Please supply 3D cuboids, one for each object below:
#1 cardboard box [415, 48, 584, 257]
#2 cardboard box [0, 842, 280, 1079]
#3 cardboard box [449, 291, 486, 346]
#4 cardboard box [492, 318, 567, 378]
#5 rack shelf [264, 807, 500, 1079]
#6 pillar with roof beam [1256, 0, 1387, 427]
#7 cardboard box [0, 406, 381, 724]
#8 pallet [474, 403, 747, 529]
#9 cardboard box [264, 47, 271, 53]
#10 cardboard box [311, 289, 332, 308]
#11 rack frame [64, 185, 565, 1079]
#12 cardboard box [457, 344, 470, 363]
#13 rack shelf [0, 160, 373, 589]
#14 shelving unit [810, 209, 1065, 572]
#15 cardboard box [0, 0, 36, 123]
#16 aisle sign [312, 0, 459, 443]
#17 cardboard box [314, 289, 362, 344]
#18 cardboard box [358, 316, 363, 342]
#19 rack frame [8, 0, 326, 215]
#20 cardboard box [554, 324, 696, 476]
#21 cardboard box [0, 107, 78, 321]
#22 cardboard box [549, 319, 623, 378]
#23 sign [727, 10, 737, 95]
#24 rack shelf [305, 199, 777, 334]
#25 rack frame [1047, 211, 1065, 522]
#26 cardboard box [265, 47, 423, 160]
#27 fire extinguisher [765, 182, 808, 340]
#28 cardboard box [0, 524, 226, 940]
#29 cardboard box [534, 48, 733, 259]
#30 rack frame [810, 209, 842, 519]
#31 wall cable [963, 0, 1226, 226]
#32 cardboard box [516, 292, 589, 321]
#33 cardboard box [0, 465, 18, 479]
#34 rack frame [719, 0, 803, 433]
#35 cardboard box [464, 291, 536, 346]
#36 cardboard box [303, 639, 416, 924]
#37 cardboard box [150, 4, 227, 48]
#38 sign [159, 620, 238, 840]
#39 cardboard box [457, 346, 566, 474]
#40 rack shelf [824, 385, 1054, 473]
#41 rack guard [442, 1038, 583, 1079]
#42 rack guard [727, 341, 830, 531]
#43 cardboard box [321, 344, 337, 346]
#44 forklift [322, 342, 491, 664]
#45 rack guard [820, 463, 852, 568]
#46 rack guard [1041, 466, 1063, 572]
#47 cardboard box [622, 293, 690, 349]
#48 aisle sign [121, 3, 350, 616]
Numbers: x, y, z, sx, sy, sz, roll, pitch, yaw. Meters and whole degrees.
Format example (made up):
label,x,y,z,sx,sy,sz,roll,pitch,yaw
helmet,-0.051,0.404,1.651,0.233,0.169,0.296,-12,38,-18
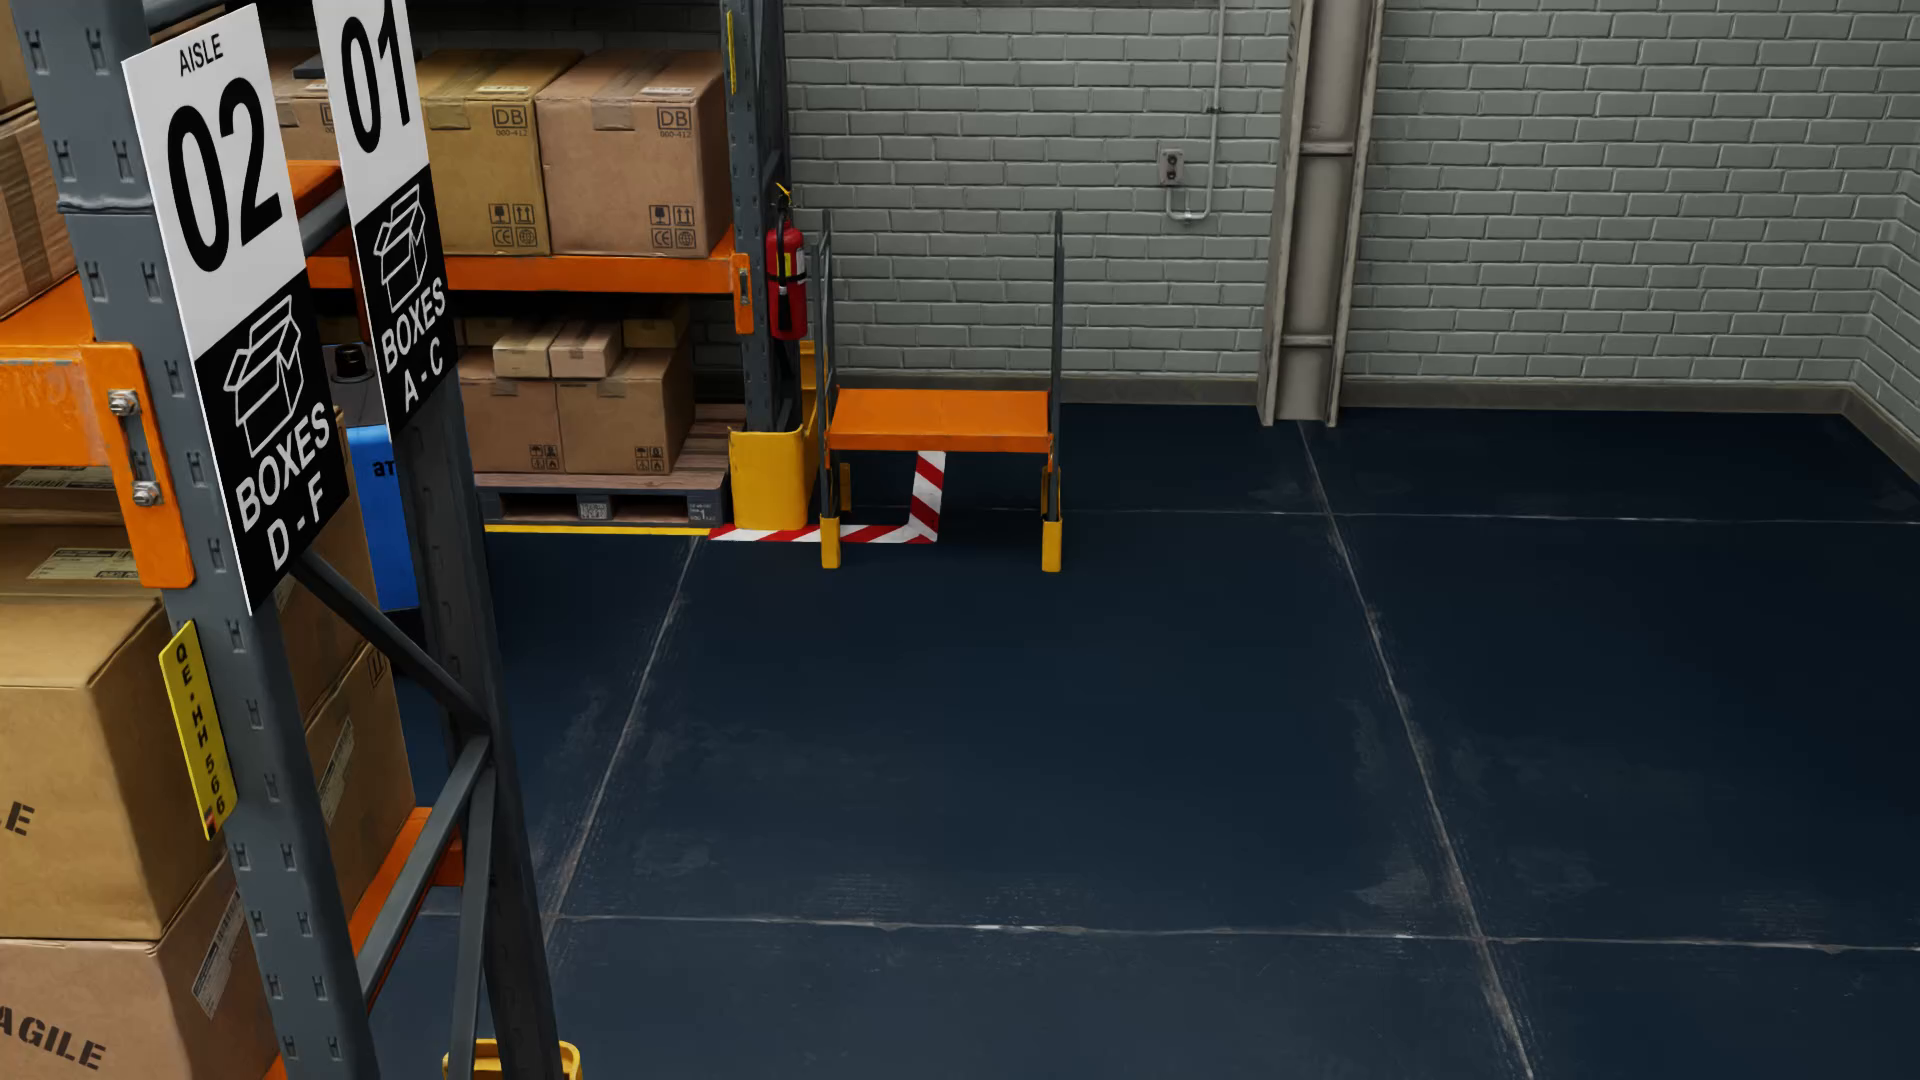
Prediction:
label,x,y,z,sx,sy,sz,roll,pitch,yaw
cardboard box,-2.143,-1.788,7.600,0.700,0.700,0.980,1,28,1
cardboard box,-1.533,0.750,3.027,0.500,0.500,0.500,2,28,3
cardboard box,-2.487,-1.085,8.123,0.250,0.149,0.380,1,28,3
cardboard box,-1.998,-0.898,7.770,0.250,0.149,0.380,2,28,3
rack shelf,-3.075,0.958,3.507,4.000,0.370,1.077,1,28,2
pillar with roof beam,1.672,-2.641,3.124,0.400,9.000,9.100,1,28,2
cardboard box,-1.510,0.057,3.266,0.500,0.500,0.500,2,28,3
pallet,-1.707,-0.390,8.260,1.213,0.211,1.003,1,28,2
cardboard box,-3.632,-1.812,7.646,0.700,0.700,0.980,0,28,0
cardboard box,-3.254,-1.097,8.146,0.250,0.149,0.380,1,28,2
rack frame,-1.076,0.674,3.277,0.127,3.000,1.000,1,28,2
cardboard box,-2.611,-0.707,8.102,0.500,0.500,0.700,0,28,0
rack shelf,-3.075,-0.367,2.805,4.000,0.370,1.077,1,28,2
shelving unit,-0.076,-0.664,7.401,1.083,1.500,0.587,1,28,2
cardboard box,-1.599,-0.695,2.283,0.500,0.250,0.500,1,28,2
aisle sign,-0.998,-0.611,2.925,0.004,0.787,0.394,1,28,2
cardboard box,-2.996,-1.094,8.138,0.250,0.149,0.380,0,28,1
cardboard box,-2.743,-1.089,8.130,0.250,0.149,0.380,1,28,2
rack frame,-1.076,-1.977,1.871,0.127,3.000,1.000,1,28,2
cardboard box,-1.608,-0.691,8.071,0.500,0.500,0.700,1,28,2
cardboard box,-1.599,-0.470,2.392,0.500,0.250,0.500,1,28,2
cardboard box,-1.743,-0.894,7.762,0.250,0.149,0.380,1,28,1
sign,-0.938,-2.008,6.845,0.005,0.325,0.100,1,28,2
rack shelf,-2.904,-1.360,7.882,4.000,0.370,1.077,1,28,2
rack frame,0.423,-0.656,7.386,0.032,1.500,0.500,1,28,2
cardboard box,-2.904,-1.805,7.632,0.700,0.700,0.980,0,28,-1
fire extinguisher,-0.771,-1.228,7.344,0.183,0.674,0.296,1,28,2
cardboard box,-1.531,0.309,2.790,0.500,0.500,0.500,1,28,1
cardboard box,-1.415,-1.781,7.587,0.700,0.700,0.980,2,28,4
rack frame,-0.593,-0.673,7.417,0.032,1.500,0.500,1,28,2
wall cable,0.408,-2.516,8.208,1.851,1.984,0.084,1,28,2
cardboard box,-1.982,-1.077,8.107,0.250,0.149,0.380,1,28,2
cardboard box,-2.033,0.052,3.275,0.500,0.500,0.500,1,28,2
rack frame,-0.905,-1.645,7.651,0.127,3.000,1.000,1,28,2
cardboard box,-2.233,-1.081,8.115,0.250,0.149,0.380,1,28,2
cardboard box,-1.510,0.499,3.500,0.500,0.500,0.500,2,28,3
cardboard box,-1.580,-0.937,2.738,0.500,0.250,0.500,1,28,2
sign,-1.116,0.282,2.442,0.005,0.325,0.100,1,28,2
cardboard box,-2.108,-0.699,8.087,0.500,0.500,0.700,1,28,2
rack shelf,-0.085,-0.505,7.486,1.000,0.185,0.538,1,28,2
rack guard,-1.152,1.777,3.864,0.348,0.500,1.175,1,28,2
rack guard,-0.881,-0.540,8.235,0.348,0.500,1.175,1,28,2
cardboard box,-3.144,-0.713,8.112,0.500,0.500,0.700,2,28,3
forklift,-3.491,-0.827,6.181,3.031,2.935,1.130,-8,29,-14
rack guard,-0.574,-0.120,7.709,0.087,0.250,0.587,1,28,2
rack guard,0.422,-0.103,7.678,0.087,0.250,0.587,1,28,2
cardboard box,-1.476,-1.069,8.092,0.250,0.149,0.380,1,28,2
aisle sign,-1.019,-0.330,2.395,0.004,0.787,0.394,1,28,2
